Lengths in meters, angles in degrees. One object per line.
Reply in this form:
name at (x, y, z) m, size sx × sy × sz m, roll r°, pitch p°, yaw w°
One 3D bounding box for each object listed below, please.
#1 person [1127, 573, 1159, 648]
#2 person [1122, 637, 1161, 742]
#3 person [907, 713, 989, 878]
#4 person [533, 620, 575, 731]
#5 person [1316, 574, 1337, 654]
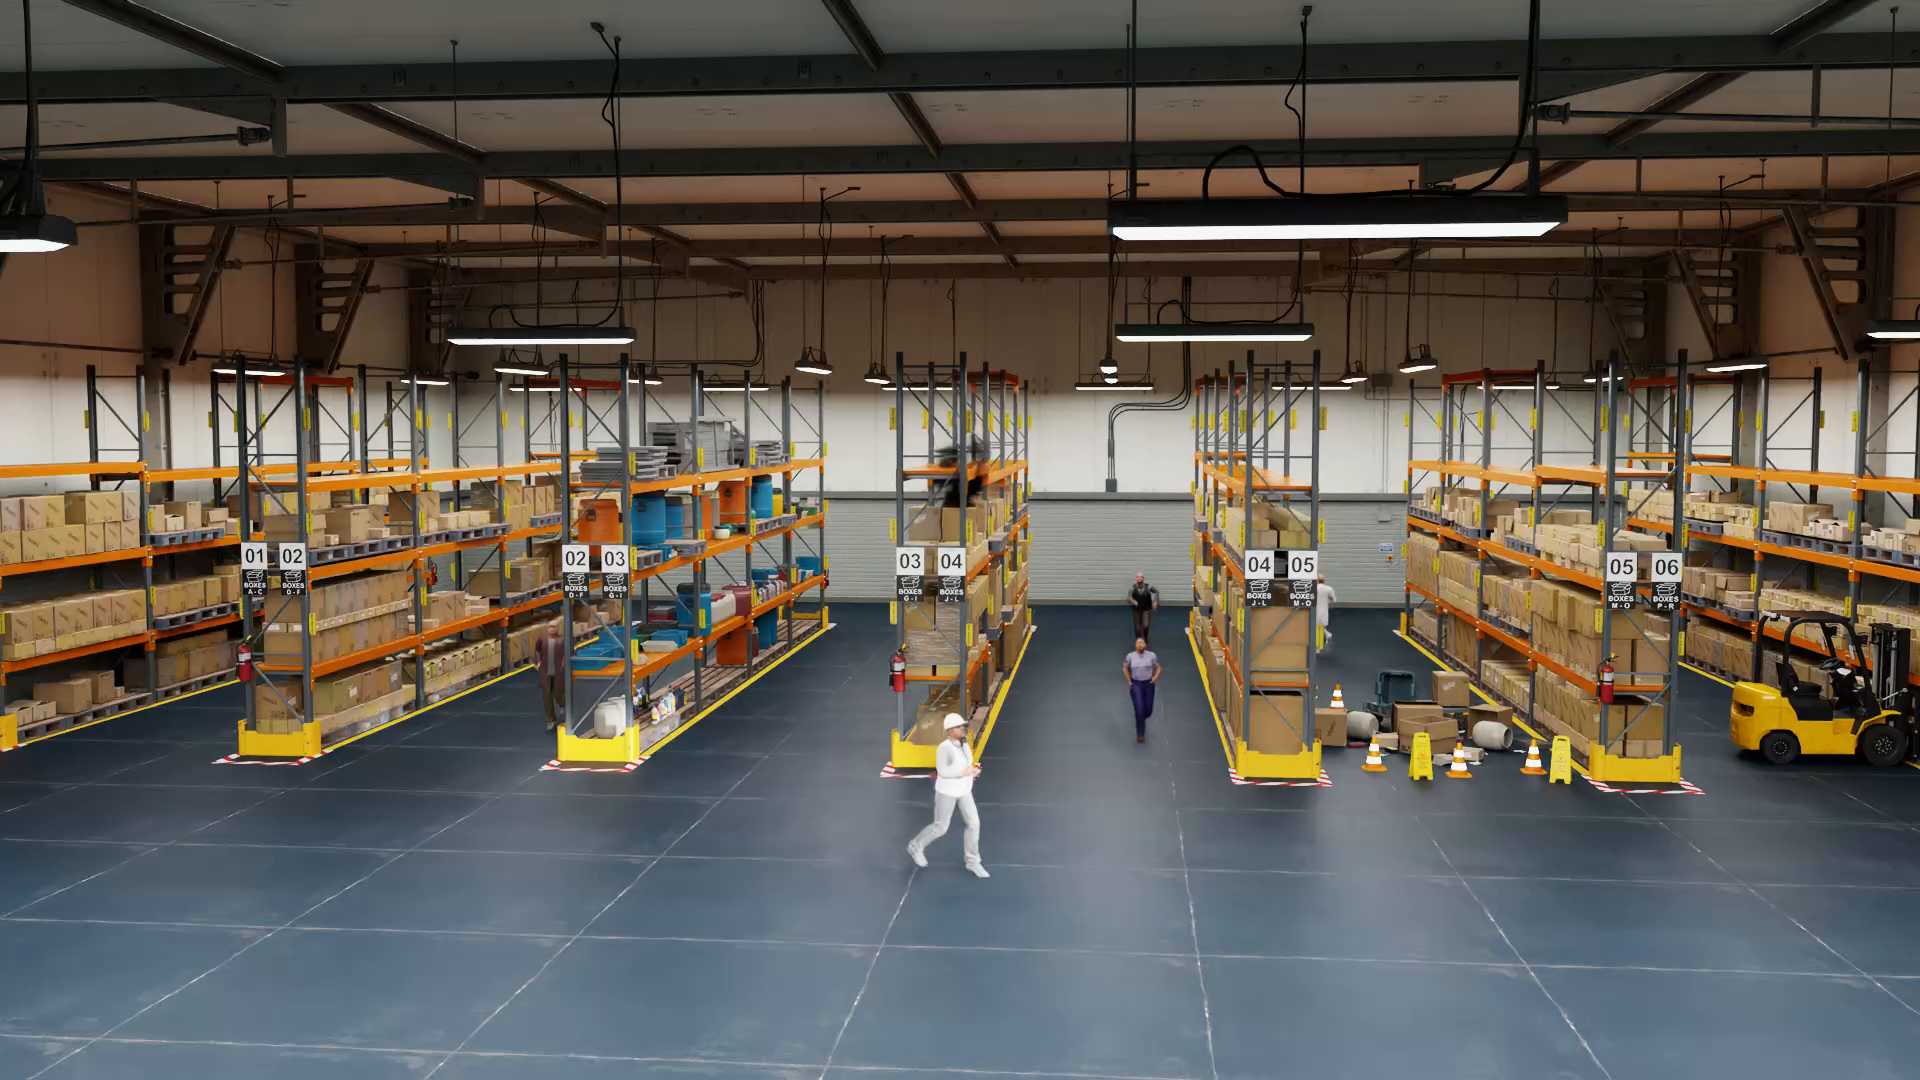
person at (3.991, 1.557, 36.412) m, size 0.681 × 1.673 × 0.791 m, roll 1°, pitch 4°, yaw 11°
person at (2.874, 2.338, 26.276) m, size 0.602 × 1.637 × 0.674 m, roll 0°, pitch 4°, yaw 1°
person at (-0.112, 2.807, 18.420) m, size 0.945 × 1.808 × 0.665 m, roll 3°, pitch 5°, yaw 36°
person at (-6.675, 2.197, 27.314) m, size 0.711 × 1.769 × 0.900 m, roll 0°, pitch 4°, yaw -1°
person at (7.736, 1.601, 35.770) m, size 0.723 × 1.727 × 0.799 m, roll -1°, pitch 4°, yaw -11°
